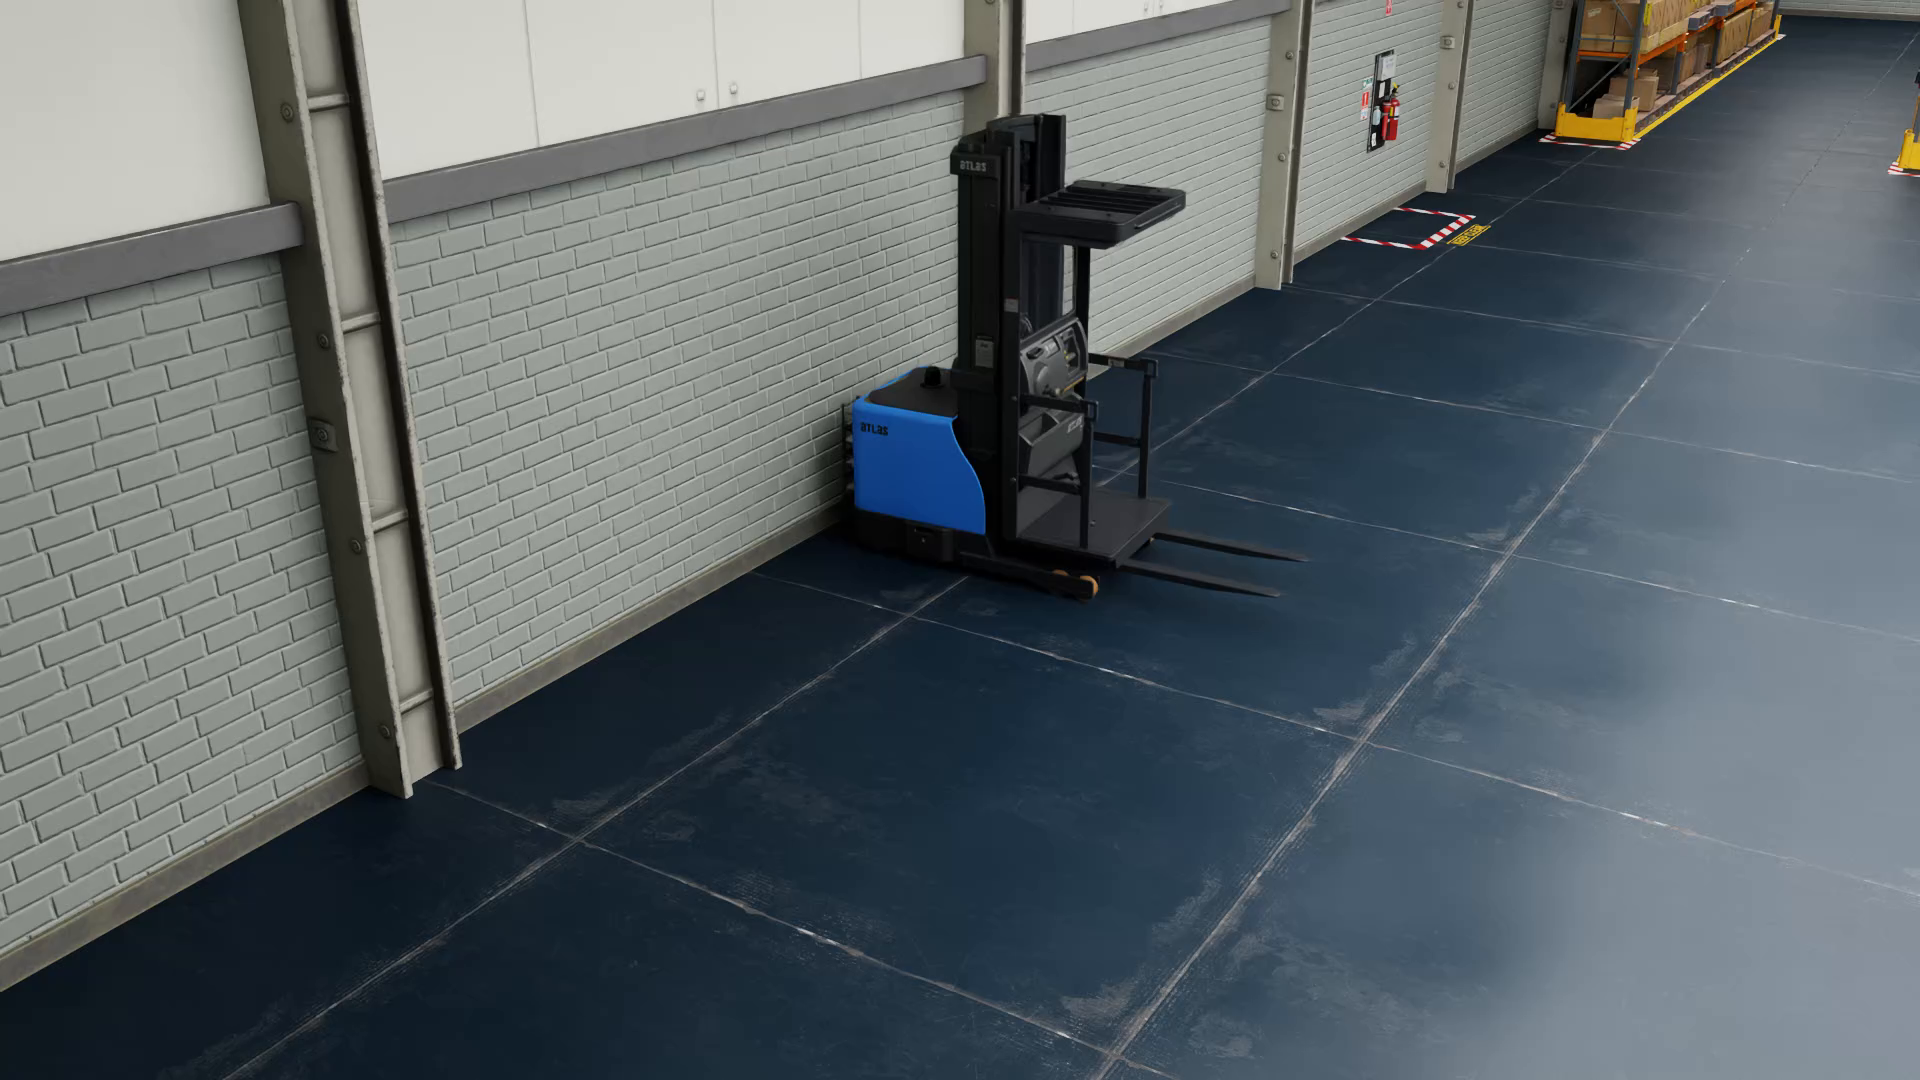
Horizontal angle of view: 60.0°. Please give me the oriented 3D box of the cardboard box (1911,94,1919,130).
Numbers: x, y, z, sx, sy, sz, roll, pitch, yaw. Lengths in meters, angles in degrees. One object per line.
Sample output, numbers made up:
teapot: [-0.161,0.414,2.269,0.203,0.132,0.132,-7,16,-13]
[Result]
cardboard box: [14.358,-6.293,24.500,0.500,0.500,0.500,14,27,29]

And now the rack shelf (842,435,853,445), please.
rack shelf: [-0.678,-0.694,11.851,0.258,0.077,0.200,12,26,26]

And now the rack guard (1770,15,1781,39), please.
rack guard: [18.570,-12.073,39.008,1.175,0.500,0.348,14,27,29]

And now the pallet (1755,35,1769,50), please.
pallet: [17.558,-11.236,37.438,1.003,0.211,1.213,14,27,29]

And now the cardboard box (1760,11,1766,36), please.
cardboard box: [17.744,-11.661,37.530,0.700,0.500,0.500,13,27,27]

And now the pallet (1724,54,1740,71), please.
pallet: [15.462,-9.892,34.336,1.003,0.211,1.213,14,27,29]

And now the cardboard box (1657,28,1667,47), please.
cardboard box: [11.180,-8.199,27.077,0.500,0.250,0.500,13,27,28]

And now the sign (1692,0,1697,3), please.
sign: [12.692,-9.448,28.709,0.100,0.325,0.005,14,27,29]

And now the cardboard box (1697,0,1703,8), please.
cardboard box: [13.146,-9.990,30.371,0.700,0.500,0.500,18,29,36]

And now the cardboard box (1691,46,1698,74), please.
cardboard box: [13.631,-9.163,31.733,0.700,0.500,0.500,14,27,29]

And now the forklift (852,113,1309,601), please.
forklift: [0.799,-1.188,10.805,3.031,2.935,1.130,12,26,25]

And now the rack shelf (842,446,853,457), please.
rack shelf: [-0.678,-0.612,11.887,0.258,0.077,0.200,12,26,26]

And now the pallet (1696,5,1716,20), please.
pallet: [13.328,-9.747,30.731,1.003,0.211,1.213,14,27,29]

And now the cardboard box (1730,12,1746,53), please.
cardboard box: [15.748,-10.521,34.454,0.750,0.750,0.750,15,27,31]

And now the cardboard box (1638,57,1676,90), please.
cardboard box: [12.601,-8.468,30.129,0.700,0.500,0.500,15,28,31]

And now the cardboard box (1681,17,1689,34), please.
cardboard box: [12.235,-8.879,28.647,0.500,0.250,0.500,14,27,29]

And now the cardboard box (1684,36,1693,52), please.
cardboard box: [13.381,-9.303,31.112,0.500,0.250,0.500,14,27,29]

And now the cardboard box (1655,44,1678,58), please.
cardboard box: [12.831,-8.962,30.325,0.500,0.250,0.500,13,27,28]

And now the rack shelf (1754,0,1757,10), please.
rack shelf: [17.502,-12.207,37.077,1.077,0.370,4.000,14,27,29]

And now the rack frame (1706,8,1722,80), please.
rack frame: [14.337,-10.512,32.256,1.000,3.000,0.127,14,27,29]

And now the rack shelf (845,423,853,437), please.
rack shelf: [-0.679,-0.777,11.816,0.258,0.077,0.200,12,26,26]

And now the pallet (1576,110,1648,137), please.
pallet: [10.616,-6.824,27.248,1.003,0.211,1.213,14,27,29]

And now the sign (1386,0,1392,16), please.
sign: [5.162,-6.460,19.979,0.001,0.298,0.199,14,27,29]

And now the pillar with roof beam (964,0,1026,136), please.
pillar with roof beam: [3.914,-4.005,9.674,9.100,9.000,0.400,14,27,29]

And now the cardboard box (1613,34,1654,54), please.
cardboard box: [10.644,-7.850,26.271,0.500,0.250,0.500,13,27,27]

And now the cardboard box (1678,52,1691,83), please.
cardboard box: [13.135,-8.817,30.934,0.700,0.500,0.500,14,27,30]

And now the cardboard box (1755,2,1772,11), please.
cardboard box: [18.226,-12.130,37.795,0.380,0.149,0.250,15,27,30]

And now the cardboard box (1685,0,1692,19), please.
cardboard box: [12.241,-9.222,28.496,0.500,0.500,0.500,14,27,29]

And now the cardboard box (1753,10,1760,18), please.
cardboard box: [17.264,-11.513,36.371,0.380,0.149,0.250,15,28,31]

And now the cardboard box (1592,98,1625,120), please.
cardboard box: [10.559,-6.994,26.962,0.500,0.311,0.500,11,26,23]

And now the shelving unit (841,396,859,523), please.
shelving unit: [-0.678,-0.560,11.909,0.258,0.900,0.210,12,26,26]

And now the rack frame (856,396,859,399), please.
rack frame: [-0.630,-0.595,11.992,0.240,0.900,0.006,12,26,26]

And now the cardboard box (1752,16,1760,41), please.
cardboard box: [17.197,-11.307,36.711,0.700,0.500,0.500,14,27,28]

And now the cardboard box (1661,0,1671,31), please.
cardboard box: [11.172,-8.532,26.903,0.500,0.500,0.500,13,27,27]

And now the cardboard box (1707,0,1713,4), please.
cardboard box: [13.826,-10.404,31.329,0.700,0.500,0.500,11,26,24]

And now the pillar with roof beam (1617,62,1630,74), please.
pillar with roof beam: [16.574,-12.105,28.385,9.100,9.000,0.400,14,27,29]

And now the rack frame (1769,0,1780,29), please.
rack frame: [18.557,-13.212,38.493,1.000,3.000,0.127,14,27,29]

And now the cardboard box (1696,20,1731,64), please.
cardboard box: [14.837,-9.939,33.109,0.750,0.750,0.750,13,27,28]

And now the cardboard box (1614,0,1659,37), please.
cardboard box: [10.624,-8.194,26.122,0.500,0.500,0.500,14,27,29]

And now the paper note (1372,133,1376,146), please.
paper note: [5.099,-4.928,20.468,0.016,0.148,0.142,14,27,29]

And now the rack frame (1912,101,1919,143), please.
rack frame: [14.328,-6.775,23.624,1.000,3.000,0.127,14,27,29]

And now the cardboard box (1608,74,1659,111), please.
cardboard box: [11.289,-7.511,27.916,0.700,0.500,0.500,12,26,26]

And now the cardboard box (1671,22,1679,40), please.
cardboard box: [11.713,-8.539,27.863,0.500,0.250,0.500,14,27,29]

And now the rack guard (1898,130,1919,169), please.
rack guard: [14.315,-5.620,24.102,1.175,0.500,0.348,14,27,29]

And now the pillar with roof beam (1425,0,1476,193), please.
pillar with roof beam: [10.244,-8.055,19.030,9.100,9.000,0.400,14,27,29]

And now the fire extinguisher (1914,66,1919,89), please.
fire extinguisher: [13.871,-6.797,23.772,0.296,0.674,0.183,14,27,29]

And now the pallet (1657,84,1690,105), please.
pallet: [12.637,-8.145,30.299,1.003,0.211,1.213,14,27,29]

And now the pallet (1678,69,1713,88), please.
pallet: [13.924,-8.969,32.201,1.003,0.211,1.213,14,27,29]

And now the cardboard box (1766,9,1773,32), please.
cardboard box: [18.273,-12.000,38.312,0.700,0.500,0.500,14,27,29]

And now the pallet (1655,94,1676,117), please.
pallet: [11.903,-7.648,29.151,1.003,0.211,1.213,14,27,29]

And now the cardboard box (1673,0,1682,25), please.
cardboard box: [11.707,-8.884,27.717,0.500,0.500,0.500,13,27,27]

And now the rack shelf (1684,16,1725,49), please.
rack shelf: [13.282,-9.507,30.840,1.077,0.370,4.000,14,27,29]
